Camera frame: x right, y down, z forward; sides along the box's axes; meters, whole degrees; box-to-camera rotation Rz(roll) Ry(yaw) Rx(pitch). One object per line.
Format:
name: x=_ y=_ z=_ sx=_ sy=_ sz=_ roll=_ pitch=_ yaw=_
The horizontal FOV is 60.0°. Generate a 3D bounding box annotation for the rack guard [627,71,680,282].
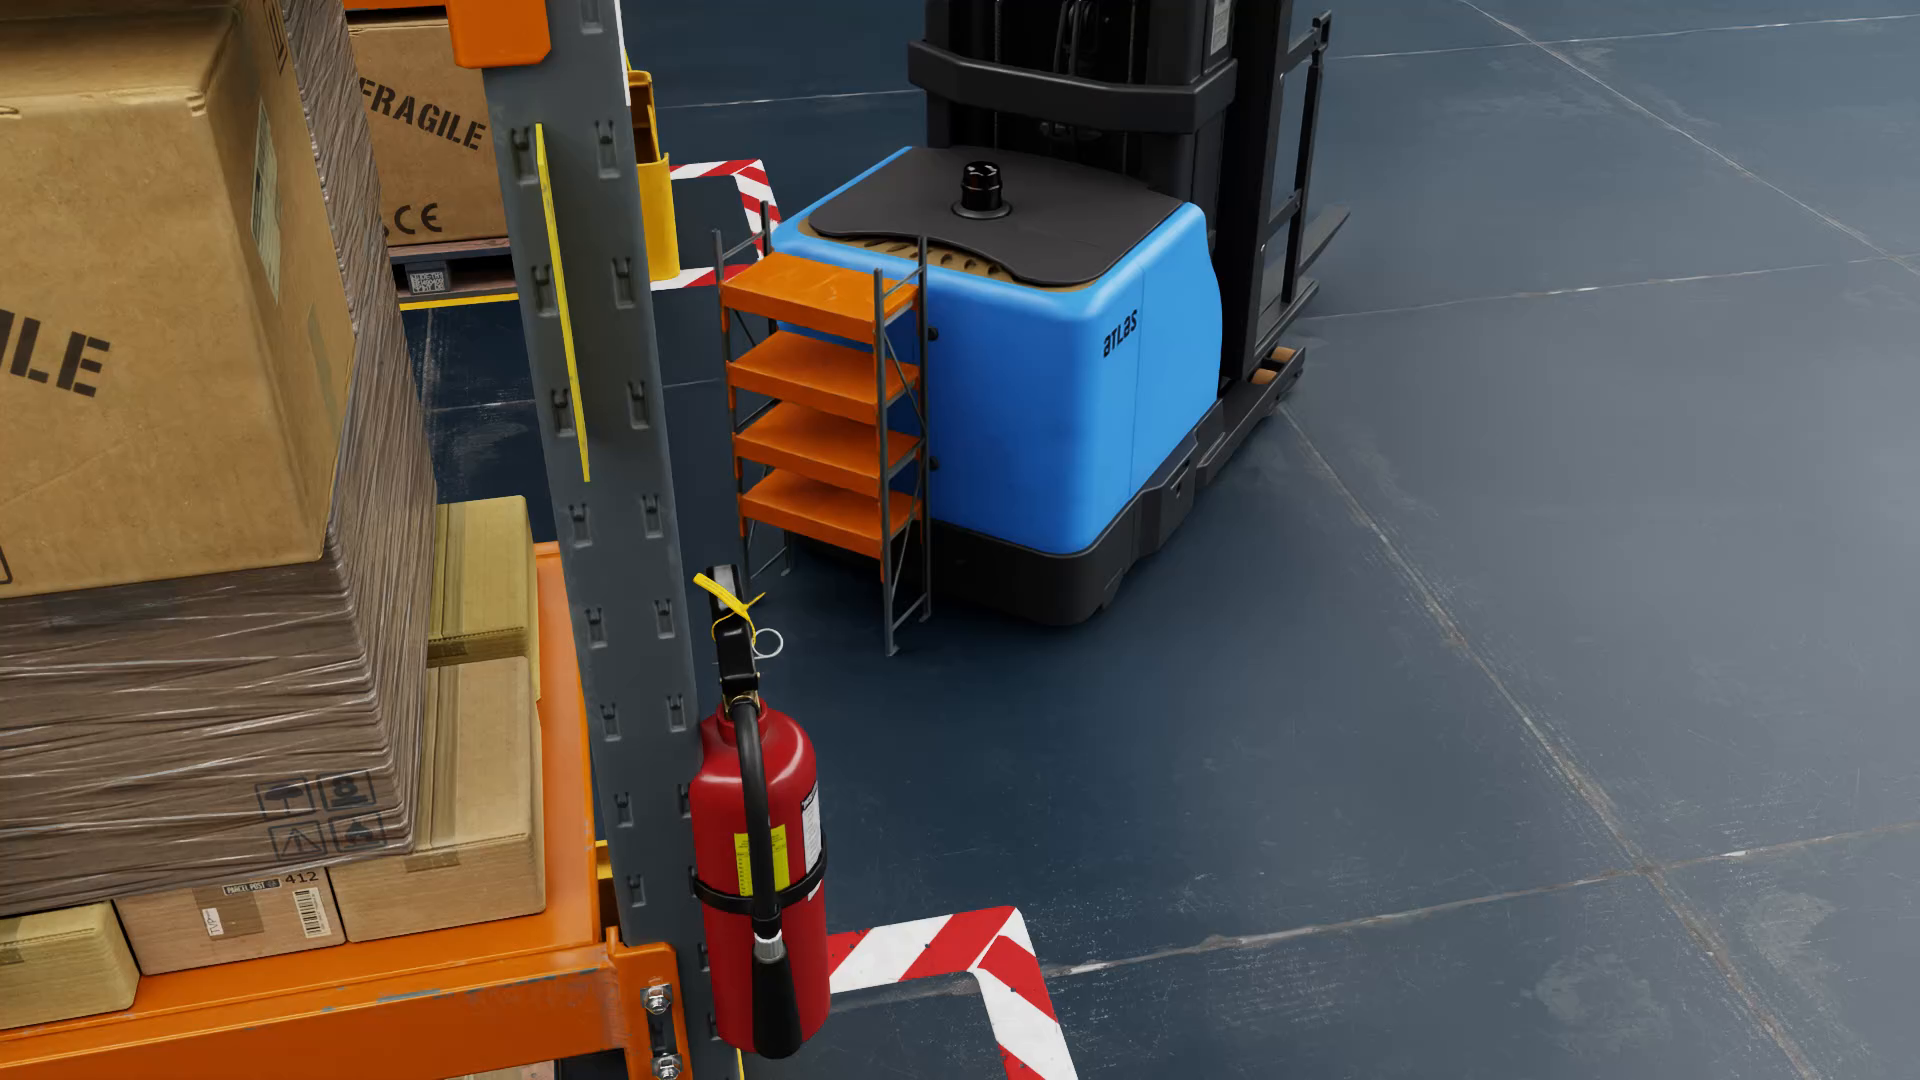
rack guard: x=-1.446 y=-1.582 z=7.158 sx=0.348 sy=0.500 sz=1.175 roll=-7 pitch=35 yaw=-11

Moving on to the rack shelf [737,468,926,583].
rack shelf: x=-0.363 y=-0.066 z=4.748 sx=0.480 sy=0.148 sz=0.258 roll=17 pitch=37 yaw=24

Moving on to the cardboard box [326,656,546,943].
cardboard box: x=-0.706 y=0.343 z=2.272 sx=0.250 sy=0.149 sz=0.380 roll=-7 pitch=35 yaw=-11

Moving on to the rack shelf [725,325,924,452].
rack shelf: x=-0.363 y=-0.416 z=4.513 sx=0.480 sy=0.148 sz=0.258 roll=17 pitch=37 yaw=24

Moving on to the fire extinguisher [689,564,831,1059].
fire extinguisher: x=-0.261 y=0.360 z=2.091 sx=0.183 sy=0.674 sz=0.296 roll=-7 pitch=35 yaw=-11

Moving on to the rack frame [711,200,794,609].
rack frame: x=-0.576 y=-0.352 z=4.698 sx=0.015 sy=1.200 sz=0.240 roll=17 pitch=37 yaw=24

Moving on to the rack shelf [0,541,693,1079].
rack shelf: x=-2.425 y=0.636 z=2.256 sx=4.000 sy=0.370 sz=1.077 roll=-7 pitch=35 yaw=-11

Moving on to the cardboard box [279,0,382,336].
cardboard box: x=-1.070 y=-0.569 z=2.152 sx=0.500 sy=0.500 sz=0.500 roll=-7 pitch=35 yaw=-11

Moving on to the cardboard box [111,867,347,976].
cardboard box: x=-0.950 y=0.373 z=2.227 sx=0.250 sy=0.149 sz=0.380 roll=-7 pitch=35 yaw=-11

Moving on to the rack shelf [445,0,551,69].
rack shelf: x=-2.425 y=-0.609 z=1.420 sx=4.000 sy=0.370 sz=1.077 roll=-7 pitch=35 yaw=-11

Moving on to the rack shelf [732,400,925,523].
rack shelf: x=-0.363 y=-0.231 z=4.638 sx=0.480 sy=0.148 sz=0.258 roll=17 pitch=37 yaw=24

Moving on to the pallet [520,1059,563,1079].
pallet: x=-1.348 y=1.339 z=3.065 sx=1.213 sy=0.211 sz=1.003 roll=-7 pitch=35 yaw=-11

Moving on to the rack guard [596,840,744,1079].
rack guard: x=-0.548 y=1.139 z=3.104 sx=0.348 sy=0.500 sz=1.175 roll=-7 pitch=35 yaw=-11

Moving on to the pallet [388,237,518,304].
pallet: x=-2.232 y=-1.318 z=7.024 sx=1.213 sy=0.211 sz=1.003 roll=-7 pitch=35 yaw=-11

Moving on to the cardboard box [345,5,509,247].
cardboard box: x=-2.116 y=-1.789 z=6.755 sx=0.875 sy=0.875 sz=0.875 roll=-7 pitch=34 yaw=-10

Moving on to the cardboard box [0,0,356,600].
cardboard box: x=-0.956 y=-0.287 z=1.731 sx=0.500 sy=0.500 sz=0.500 roll=-7 pitch=35 yaw=-11

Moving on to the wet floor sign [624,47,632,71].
wet floor sign: x=-1.878 y=-2.719 z=8.722 sx=0.232 sy=0.644 sz=0.267 roll=-13 pitch=36 yaw=-19

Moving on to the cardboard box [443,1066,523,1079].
cardboard box: x=-1.087 y=1.023 z=2.900 sx=0.500 sy=0.500 sz=0.500 roll=-1 pitch=34 yaw=-2

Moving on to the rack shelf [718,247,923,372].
rack shelf: x=-0.363 y=-0.613 z=4.381 sx=0.480 sy=0.148 sz=0.258 roll=17 pitch=37 yaw=24

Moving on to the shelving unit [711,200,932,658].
shelving unit: x=-0.363 y=-0.287 z=4.600 sx=0.503 sy=1.200 sz=0.258 roll=17 pitch=37 yaw=24

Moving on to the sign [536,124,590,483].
sign: x=-0.371 y=-0.216 z=1.558 sx=0.005 sy=0.325 sz=0.100 roll=-7 pitch=35 yaw=-11

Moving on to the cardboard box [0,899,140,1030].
cardboard box: x=-1.183 y=0.432 z=2.139 sx=0.250 sy=0.149 sz=0.380 roll=-7 pitch=35 yaw=-11

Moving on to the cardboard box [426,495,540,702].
cardboard box: x=-0.805 y=0.101 z=2.633 sx=0.250 sy=0.149 sz=0.380 roll=-7 pitch=35 yaw=-11

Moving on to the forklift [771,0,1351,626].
forklift: x=0.598 y=-1.768 z=5.255 sx=1.130 sy=2.935 sz=3.031 roll=17 pitch=37 yaw=24

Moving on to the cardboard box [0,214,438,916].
cardboard box: x=-1.016 y=-0.021 z=2.232 sx=0.500 sy=0.500 sz=0.875 roll=-7 pitch=35 yaw=-11

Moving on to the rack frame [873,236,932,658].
rack frame: x=-0.149 y=-0.221 z=4.503 sx=0.015 sy=1.200 sz=0.240 roll=17 pitch=37 yaw=24

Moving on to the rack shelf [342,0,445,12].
rack shelf: x=-3.420 y=-2.072 z=6.291 sx=4.000 sy=0.370 sz=1.077 roll=-7 pitch=35 yaw=-11

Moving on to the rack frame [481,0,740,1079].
rack frame: x=-0.474 y=0.092 z=2.422 sx=0.127 sy=3.000 sz=1.000 roll=-7 pitch=35 yaw=-11

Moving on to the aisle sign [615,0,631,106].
aisle sign: x=-0.347 y=-0.832 z=1.466 sx=0.004 sy=0.787 sz=0.394 roll=-7 pitch=35 yaw=-11
